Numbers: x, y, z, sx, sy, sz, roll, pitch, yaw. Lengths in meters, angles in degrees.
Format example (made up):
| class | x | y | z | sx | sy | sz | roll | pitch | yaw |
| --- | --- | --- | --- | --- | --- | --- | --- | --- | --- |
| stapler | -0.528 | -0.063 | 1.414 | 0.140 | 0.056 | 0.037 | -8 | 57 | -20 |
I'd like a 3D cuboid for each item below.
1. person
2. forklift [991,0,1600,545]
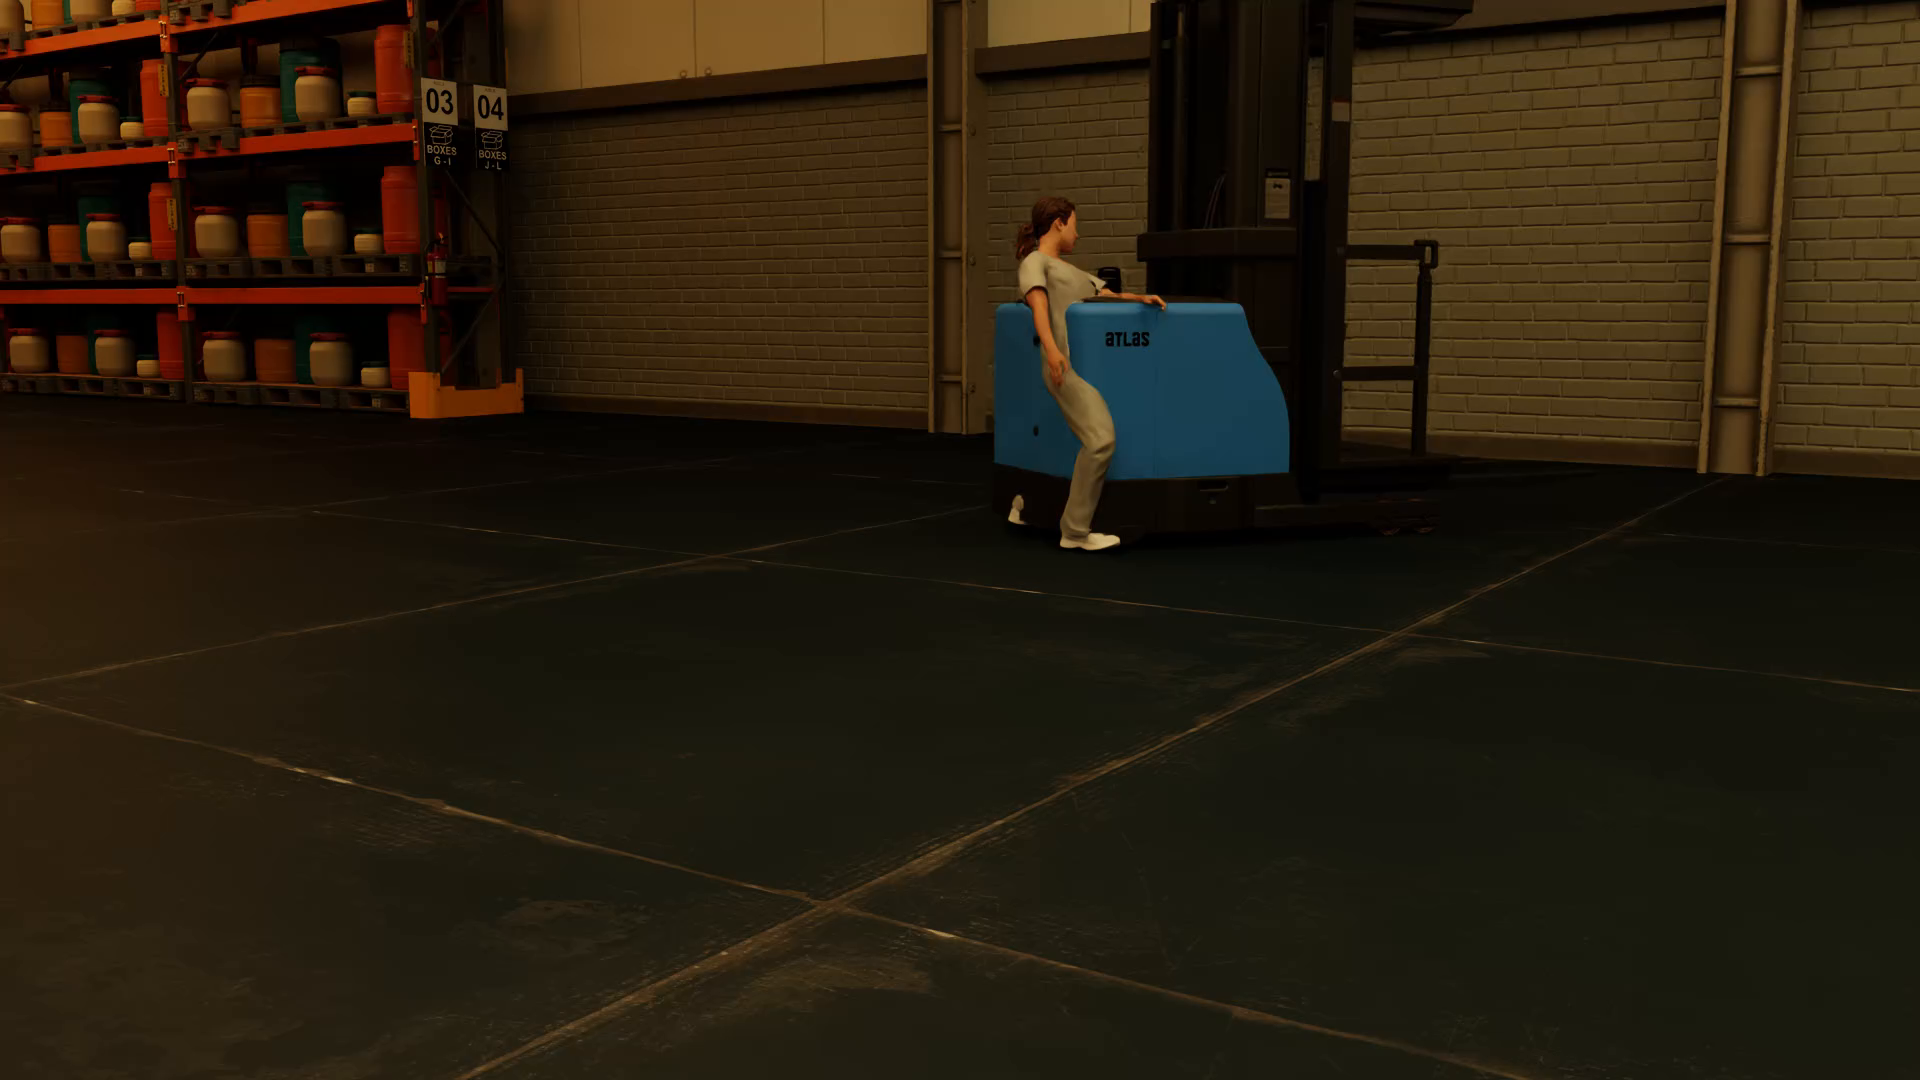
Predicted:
| class | x | y | z | sx | sy | sz | roll | pitch | yaw |
| --- | --- | --- | --- | --- | --- | --- | --- | --- | --- |
| person | 0.518 | -0.741 | 7.296 | 0.776 | 1.533 | 0.766 | 2 | 8 | 15 |
| forklift | 1.721 | -1.538 | 8.008 | 3.031 | 2.935 | 1.130 | -3 | 9 | -22 |
